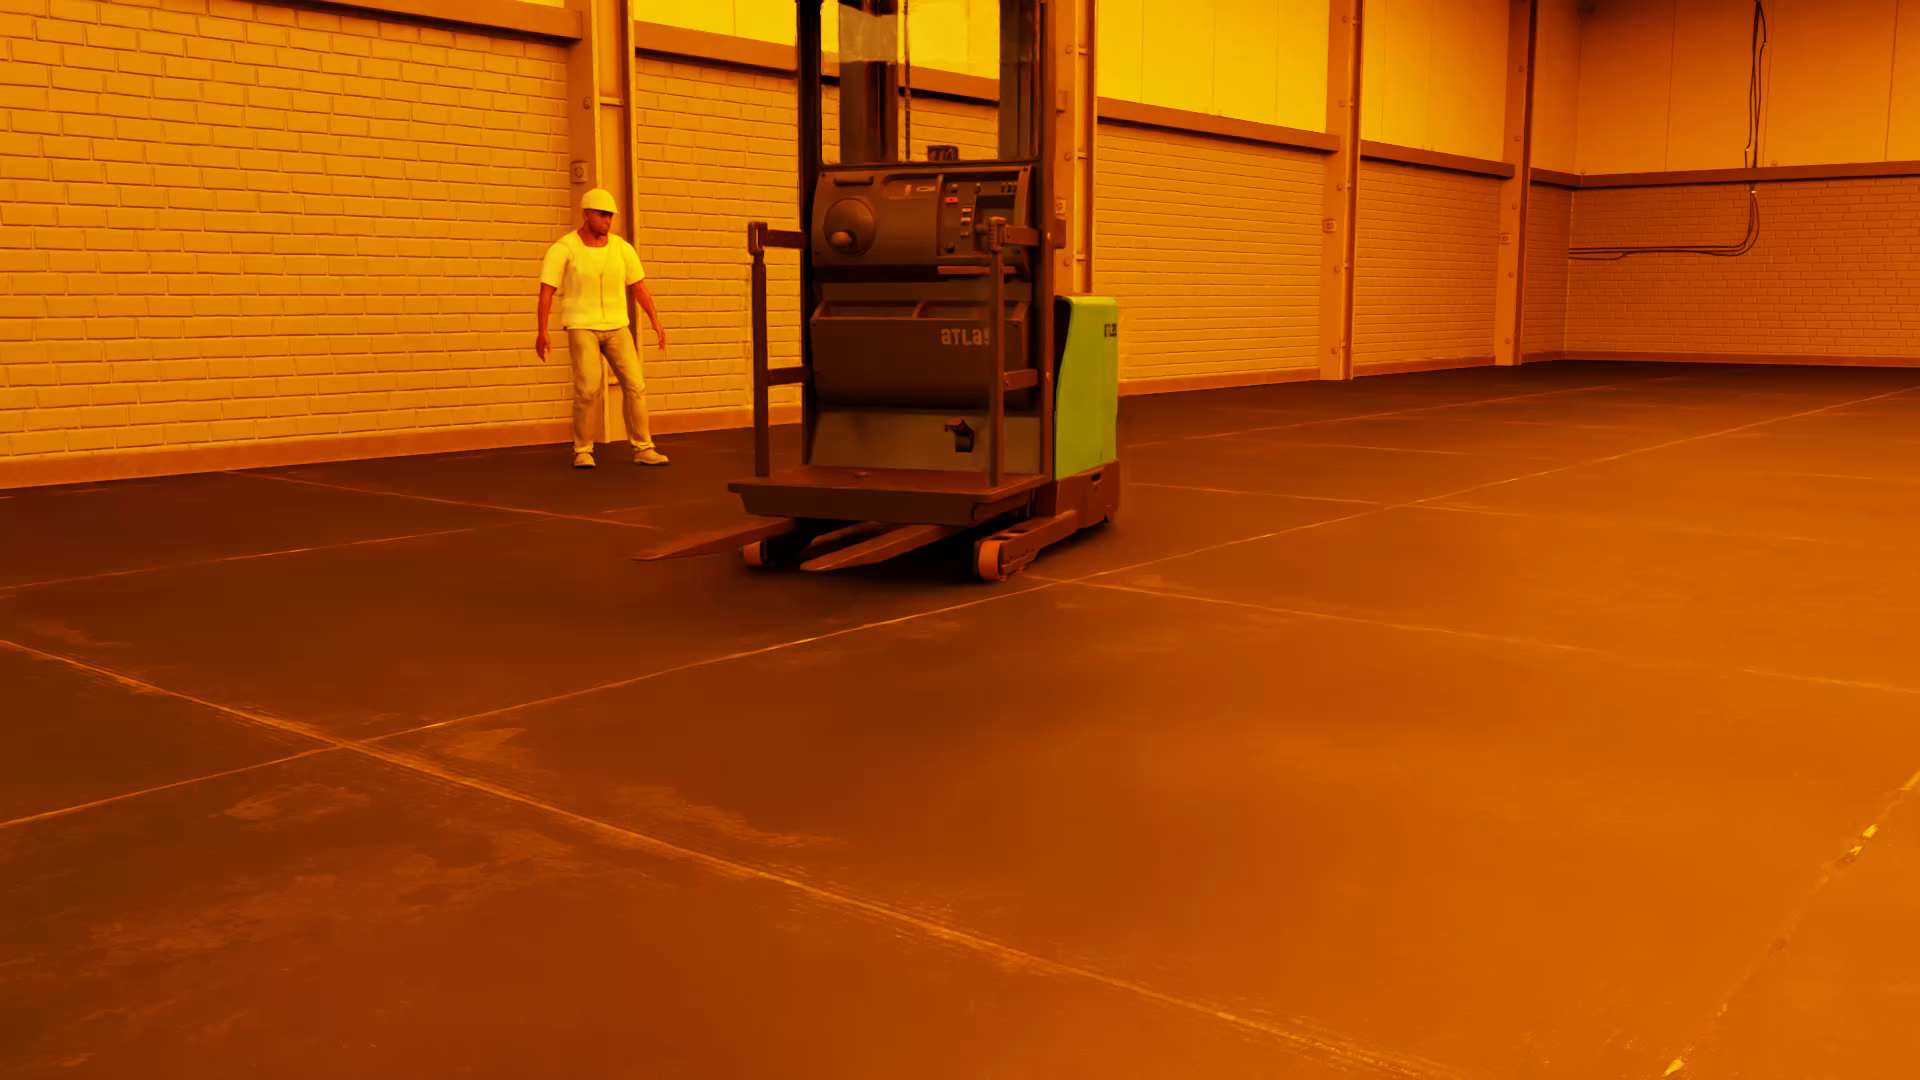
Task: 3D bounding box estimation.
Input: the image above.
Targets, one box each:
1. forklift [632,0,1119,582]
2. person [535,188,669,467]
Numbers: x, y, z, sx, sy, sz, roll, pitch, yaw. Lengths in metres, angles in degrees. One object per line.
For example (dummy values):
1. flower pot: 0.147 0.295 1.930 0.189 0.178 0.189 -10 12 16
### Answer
1. forklift: -0.236 -1.357 6.558 1.130 2.935 3.031 3 9 20
2. person: -2.269 -1.333 10.508 0.810 1.742 0.416 -6 10 -34
